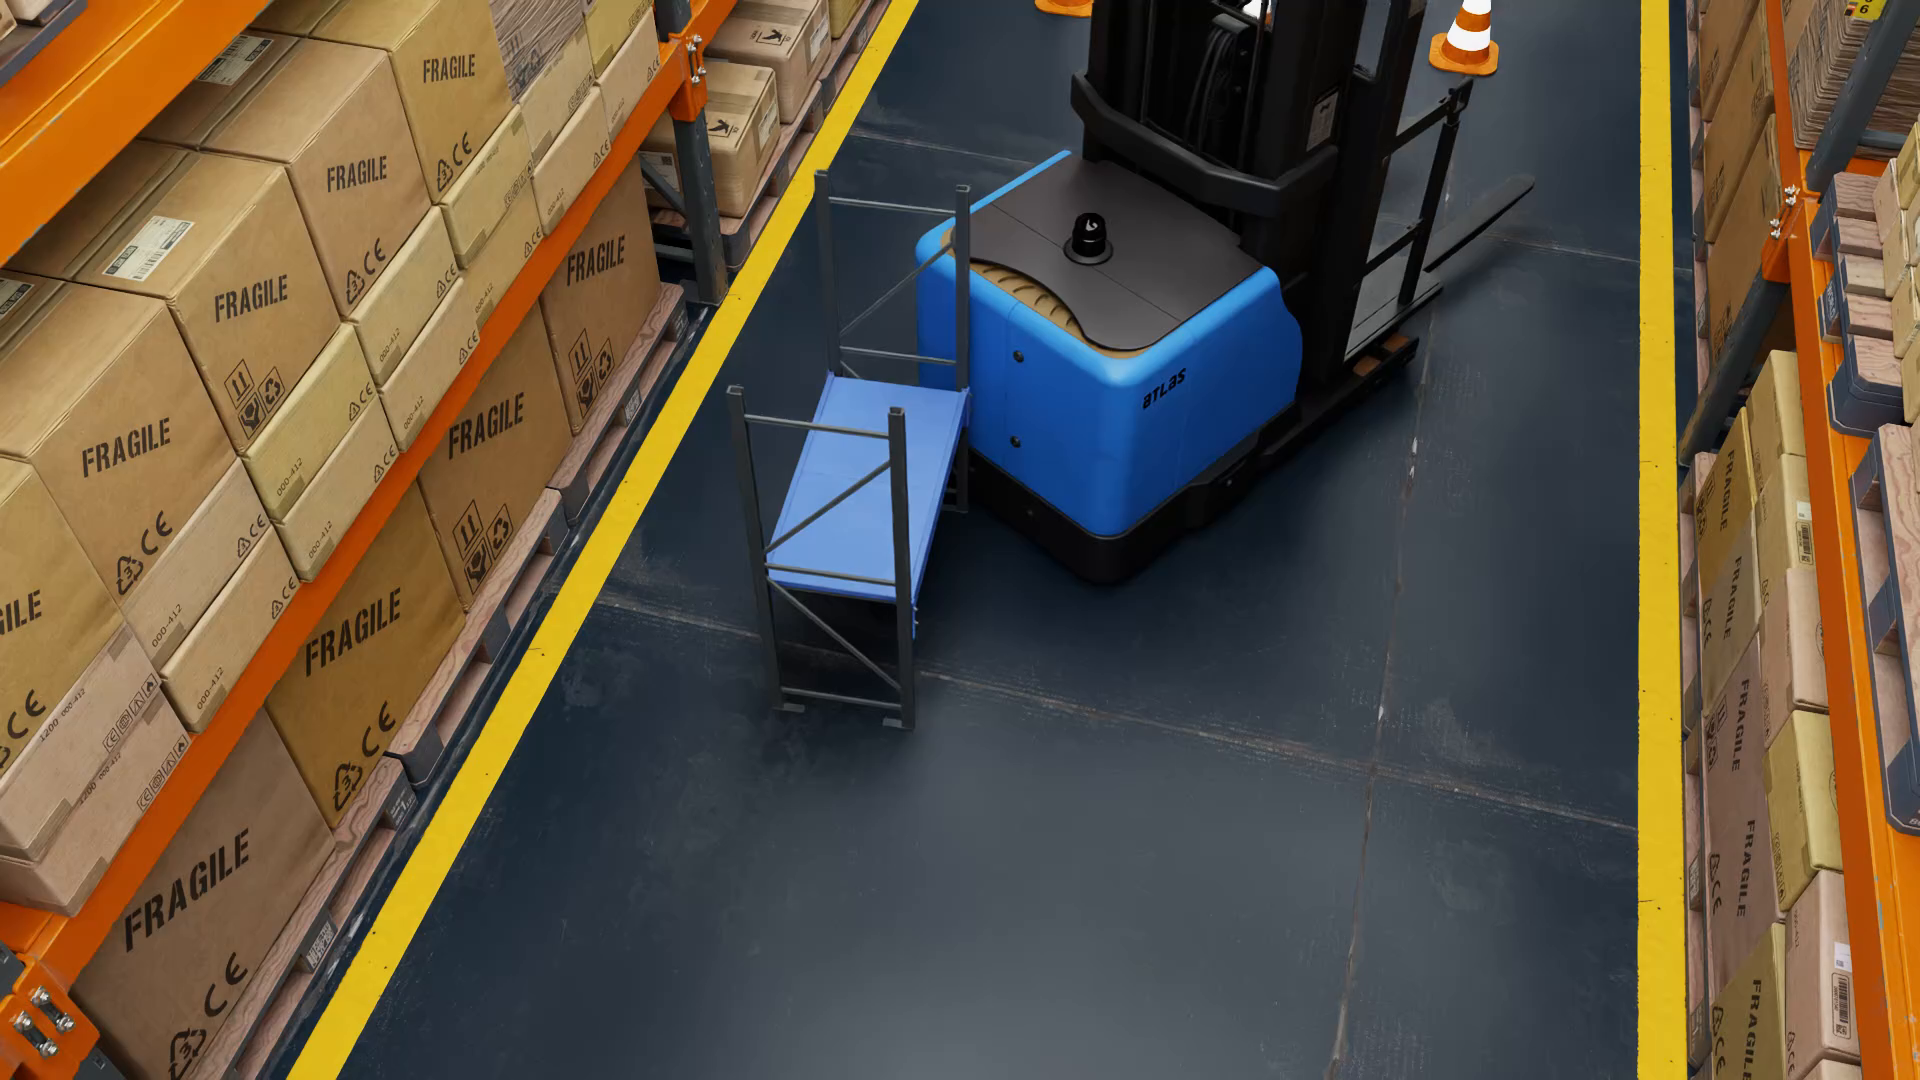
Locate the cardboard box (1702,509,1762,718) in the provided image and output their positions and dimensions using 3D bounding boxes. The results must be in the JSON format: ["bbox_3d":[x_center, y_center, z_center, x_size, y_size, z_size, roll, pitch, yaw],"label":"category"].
[{"bbox_3d":[2.743,0.291,5.380,0.500,0.500,0.500,12,50,10],"label":"cardboard box"}]

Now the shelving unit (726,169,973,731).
[{"bbox_3d":[-0.308,-0.265,5.483,0.538,1.500,1.048,8,49,7],"label":"shelving unit"}]

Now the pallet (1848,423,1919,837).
[{"bbox_3d":[2.823,0.280,4.130,1.003,0.211,1.213,12,50,10],"label":"pallet"}]

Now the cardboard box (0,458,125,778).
[{"bbox_3d":[-2.157,0.141,3.391,0.500,0.500,0.500,12,50,10],"label":"cardboard box"}]

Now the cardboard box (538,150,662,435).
[{"bbox_3d":[-1.759,-1.080,6.339,0.875,0.875,0.875,11,50,10],"label":"cardboard box"}]

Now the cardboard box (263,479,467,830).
[{"bbox_3d":[-2.234,0.211,5.200,0.875,0.875,0.875,13,50,11],"label":"cardboard box"}]

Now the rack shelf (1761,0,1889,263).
[{"bbox_3d":[3.831,-2.432,6.875,1.077,0.370,4.000,12,50,10],"label":"rack shelf"}]

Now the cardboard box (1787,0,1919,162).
[{"bbox_3d":[3.164,-1.635,5.626,0.500,0.500,0.500,12,50,10],"label":"cardboard box"}]

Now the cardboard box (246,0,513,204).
[{"bbox_3d":[-1.645,-1.335,4.694,0.500,0.500,0.500,12,50,10],"label":"cardboard box"}]

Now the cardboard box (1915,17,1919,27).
[{"bbox_3d":[3.432,-1.910,5.201,0.700,0.500,0.500,11,50,10],"label":"cardboard box"}]

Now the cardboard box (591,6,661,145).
[{"bbox_3d":[-1.380,-1.660,5.815,0.500,0.250,0.500,10,49,9],"label":"cardboard box"}]

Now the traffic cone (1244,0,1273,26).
[{"bbox_3d":[1.468,-2.601,8.237,0.336,0.463,0.334,12,50,10],"label":"traffic cone"}]

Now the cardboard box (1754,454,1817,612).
[{"bbox_3d":[2.756,0.035,5.106,0.500,0.250,0.500,11,49,10],"label":"cardboard box"}]

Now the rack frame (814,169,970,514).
[{"bbox_3d":[-0.216,-0.639,5.814,0.500,1.500,0.032,8,49,7],"label":"rack frame"}]

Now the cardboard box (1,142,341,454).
[{"bbox_3d":[-1.915,-0.595,4.041,0.500,0.500,0.500,10,49,9],"label":"cardboard box"}]

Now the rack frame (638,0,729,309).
[{"bbox_3d":[-1.497,-2.127,6.127,1.000,3.000,0.127,12,50,10],"label":"rack frame"}]

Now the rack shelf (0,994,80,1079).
[{"bbox_3d":[-3.077,2.451,2.566,1.077,0.370,4.000,12,50,10],"label":"rack shelf"}]

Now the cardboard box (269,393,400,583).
[{"bbox_3d":[-1.895,-0.192,4.519,0.500,0.250,0.500,11,50,10],"label":"cardboard box"}]

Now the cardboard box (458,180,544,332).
[{"bbox_3d":[-1.647,-0.927,5.167,0.500,0.250,0.500,11,50,10],"label":"cardboard box"}]

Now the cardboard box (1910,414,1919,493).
[{"bbox_3d":[2.714,-0.217,4.329,0.380,0.149,0.250,13,50,11],"label":"cardboard box"}]

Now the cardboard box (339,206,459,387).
[{"bbox_3d":[-1.763,-0.721,4.652,0.500,0.250,0.500,10,49,9],"label":"cardboard box"}]

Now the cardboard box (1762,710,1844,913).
[{"bbox_3d":[2.478,0.767,4.459,0.500,0.250,0.500,10,49,8],"label":"cardboard box"}]

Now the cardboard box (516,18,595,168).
[{"bbox_3d":[-1.511,-1.471,5.314,0.500,0.250,0.500,10,49,9],"label":"cardboard box"}]

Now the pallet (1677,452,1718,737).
[{"bbox_3d":[3.098,0.264,5.876,1.003,0.211,1.213,12,50,10],"label":"pallet"}]

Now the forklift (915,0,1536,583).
[{"bbox_3d":[1.235,-1.807,5.890,3.031,2.935,1.130,-36,58,-28],"label":"forklift"}]

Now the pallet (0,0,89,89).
[{"bbox_3d":[-2.357,-0.836,3.114,0.805,0.209,1.217,10,49,9],"label":"pallet"}]

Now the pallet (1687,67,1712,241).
[{"bbox_3d":[3.908,-1.736,7.641,1.003,0.211,1.213,12,50,10],"label":"pallet"}]

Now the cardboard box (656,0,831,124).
[{"bbox_3d":[-1.153,-2.338,7.786,0.950,0.372,0.625,11,49,9],"label":"cardboard box"}]

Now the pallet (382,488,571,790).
[{"bbox_3d":[-2.101,0.231,5.906,1.003,0.211,1.213,12,50,10],"label":"pallet"}]

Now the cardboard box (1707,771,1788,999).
[{"bbox_3d":[2.478,1.032,4.726,0.500,0.500,0.500,11,49,9],"label":"cardboard box"}]

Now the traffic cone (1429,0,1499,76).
[{"bbox_3d":[2.548,-2.605,8.241,0.336,0.463,0.334,12,50,10],"label":"traffic cone"}]

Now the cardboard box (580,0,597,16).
[{"bbox_3d":[-1.381,-2.065,5.339,0.500,0.500,0.500,10,49,9],"label":"cardboard box"}]

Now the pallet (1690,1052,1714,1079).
[{"bbox_3d":[2.455,2.029,4.318,1.003,0.211,1.213,12,50,10],"label":"pallet"}]

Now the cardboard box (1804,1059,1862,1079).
[{"bbox_3d":[2.204,1.521,3.794,0.500,0.250,0.500,10,49,9],"label":"cardboard box"}]

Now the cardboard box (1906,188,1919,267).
[{"bbox_3d":[2.914,-0.871,4.707,0.380,0.149,0.250,14,50,12],"label":"cardboard box"}]

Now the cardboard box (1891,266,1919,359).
[{"bbox_3d":[2.851,-0.606,4.672,0.380,0.149,0.250,14,50,12],"label":"cardboard box"}]

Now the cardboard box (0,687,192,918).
[{"bbox_3d":[-2.180,0.550,3.864,0.500,0.250,0.500,11,49,9],"label":"cardboard box"}]

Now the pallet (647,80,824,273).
[{"bbox_3d":[-1.290,-1.769,7.671,1.003,0.211,1.213,12,50,10],"label":"pallet"}]

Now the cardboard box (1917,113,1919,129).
[{"bbox_3d":[2.995,-1.177,4.779,0.380,0.149,0.250,12,50,10],"label":"cardboard box"}]

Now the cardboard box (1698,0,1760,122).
[{"bbox_3d":[4.023,-2.347,7.541,1.050,0.750,0.750,12,50,10],"label":"cardboard box"}]

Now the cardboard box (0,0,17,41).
[{"bbox_3d":[-2.039,-0.979,2.766,0.500,0.500,0.500,11,49,9],"label":"cardboard box"}]

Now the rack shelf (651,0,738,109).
[{"bbox_3d":[-0.971,-3.336,7.673,1.077,0.370,4.000,12,50,10],"label":"rack shelf"}]

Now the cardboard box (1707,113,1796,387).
[{"bbox_3d":[3.552,-1.040,6.388,1.050,0.750,0.750,11,49,10],"label":"cardboard box"}]

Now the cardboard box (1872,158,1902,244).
[{"bbox_3d":[2.992,-0.995,5.015,0.380,0.149,0.250,11,49,10],"label":"cardboard box"}]

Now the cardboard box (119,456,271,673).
[{"bbox_3d":[-2.052,0.005,4.011,0.500,0.250,0.500,12,50,11],"label":"cardboard box"}]
